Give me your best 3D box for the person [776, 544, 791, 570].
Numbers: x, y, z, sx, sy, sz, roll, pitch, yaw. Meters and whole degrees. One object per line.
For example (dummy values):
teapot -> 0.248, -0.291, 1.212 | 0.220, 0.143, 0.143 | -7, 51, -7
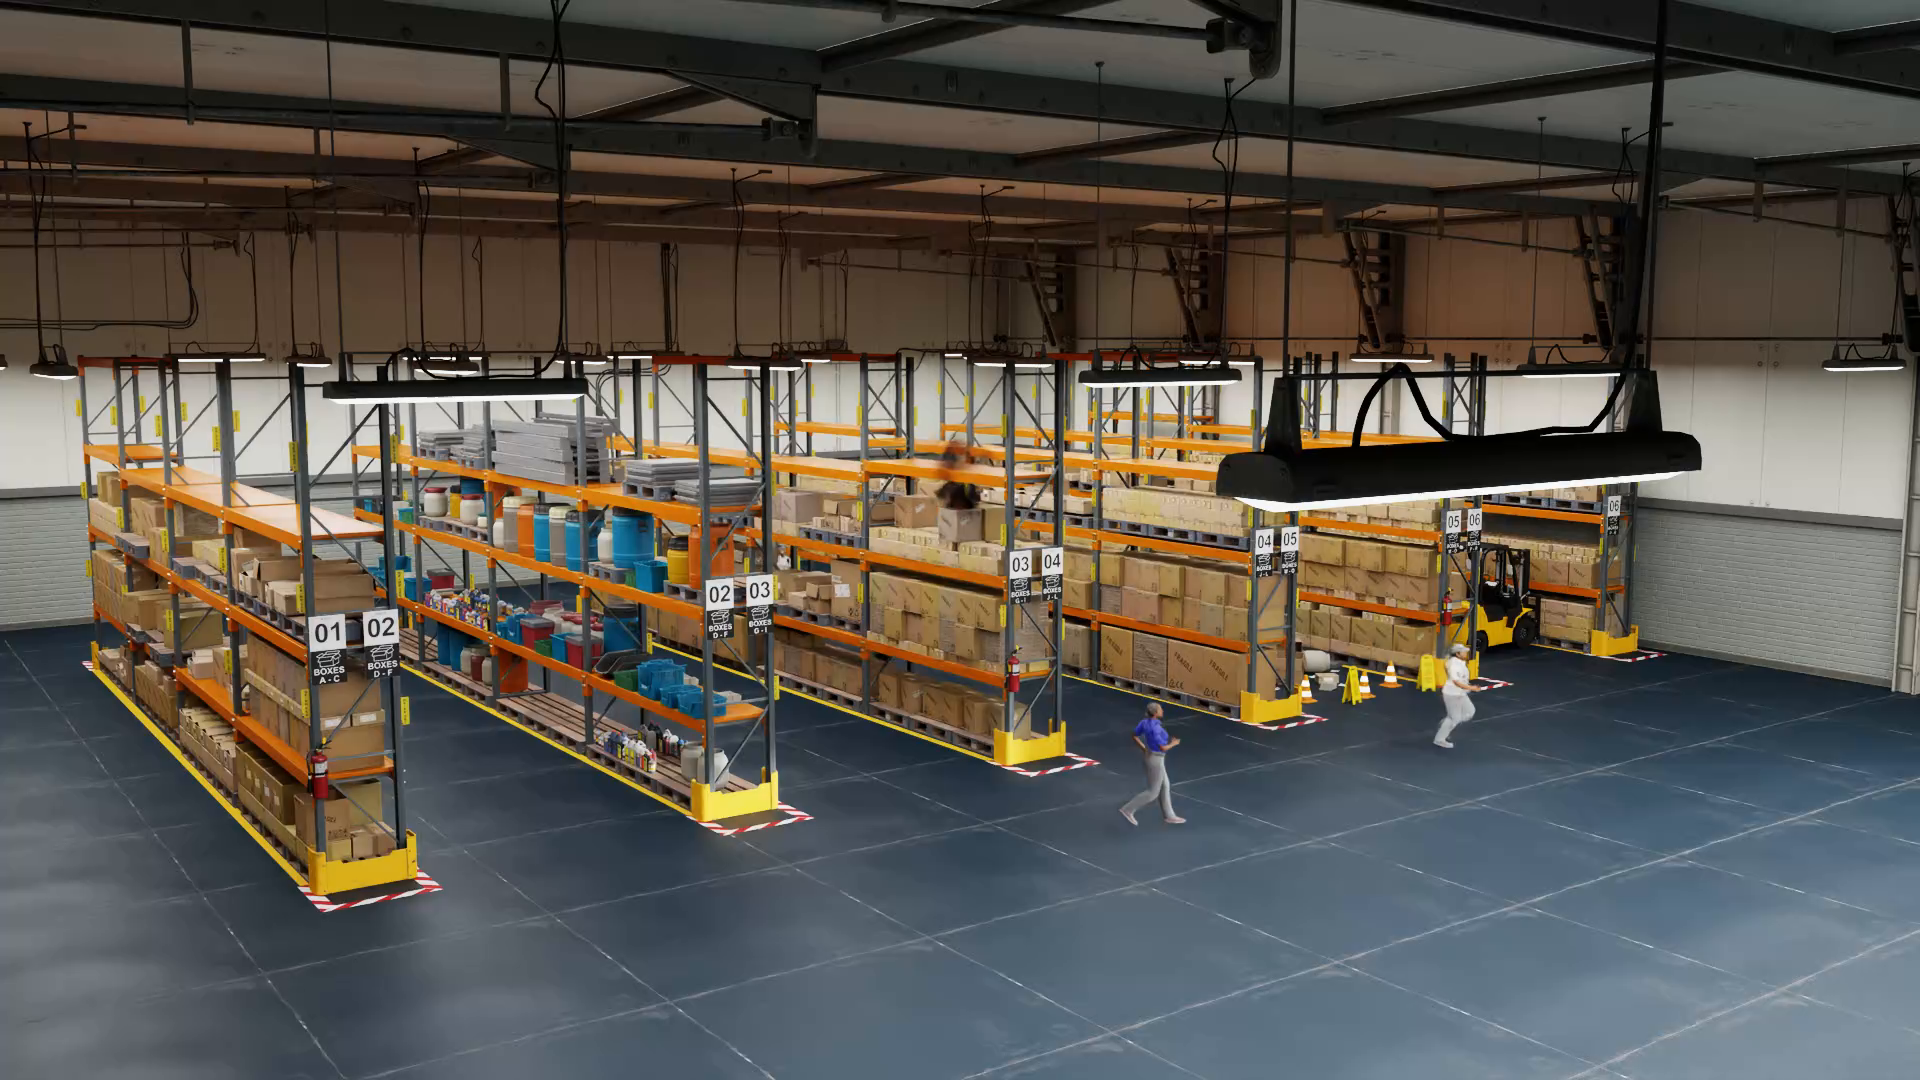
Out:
person -> -4.024, 0.944, 37.531 | 0.583, 1.752, 0.762 | -5, 8, -34

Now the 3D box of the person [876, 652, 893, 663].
person -> -1.387, 1.610, 31.668 | 0.676, 1.839, 0.867 | -5, 9, -38

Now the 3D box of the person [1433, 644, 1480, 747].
person -> 7.733, 2.402, 25.834 | 0.668, 1.623, 0.626 | 3, 7, 21

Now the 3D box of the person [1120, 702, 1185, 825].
person -> 2.516, 2.894, 21.516 | 0.890, 1.637, 0.584 | -1, 7, -11
